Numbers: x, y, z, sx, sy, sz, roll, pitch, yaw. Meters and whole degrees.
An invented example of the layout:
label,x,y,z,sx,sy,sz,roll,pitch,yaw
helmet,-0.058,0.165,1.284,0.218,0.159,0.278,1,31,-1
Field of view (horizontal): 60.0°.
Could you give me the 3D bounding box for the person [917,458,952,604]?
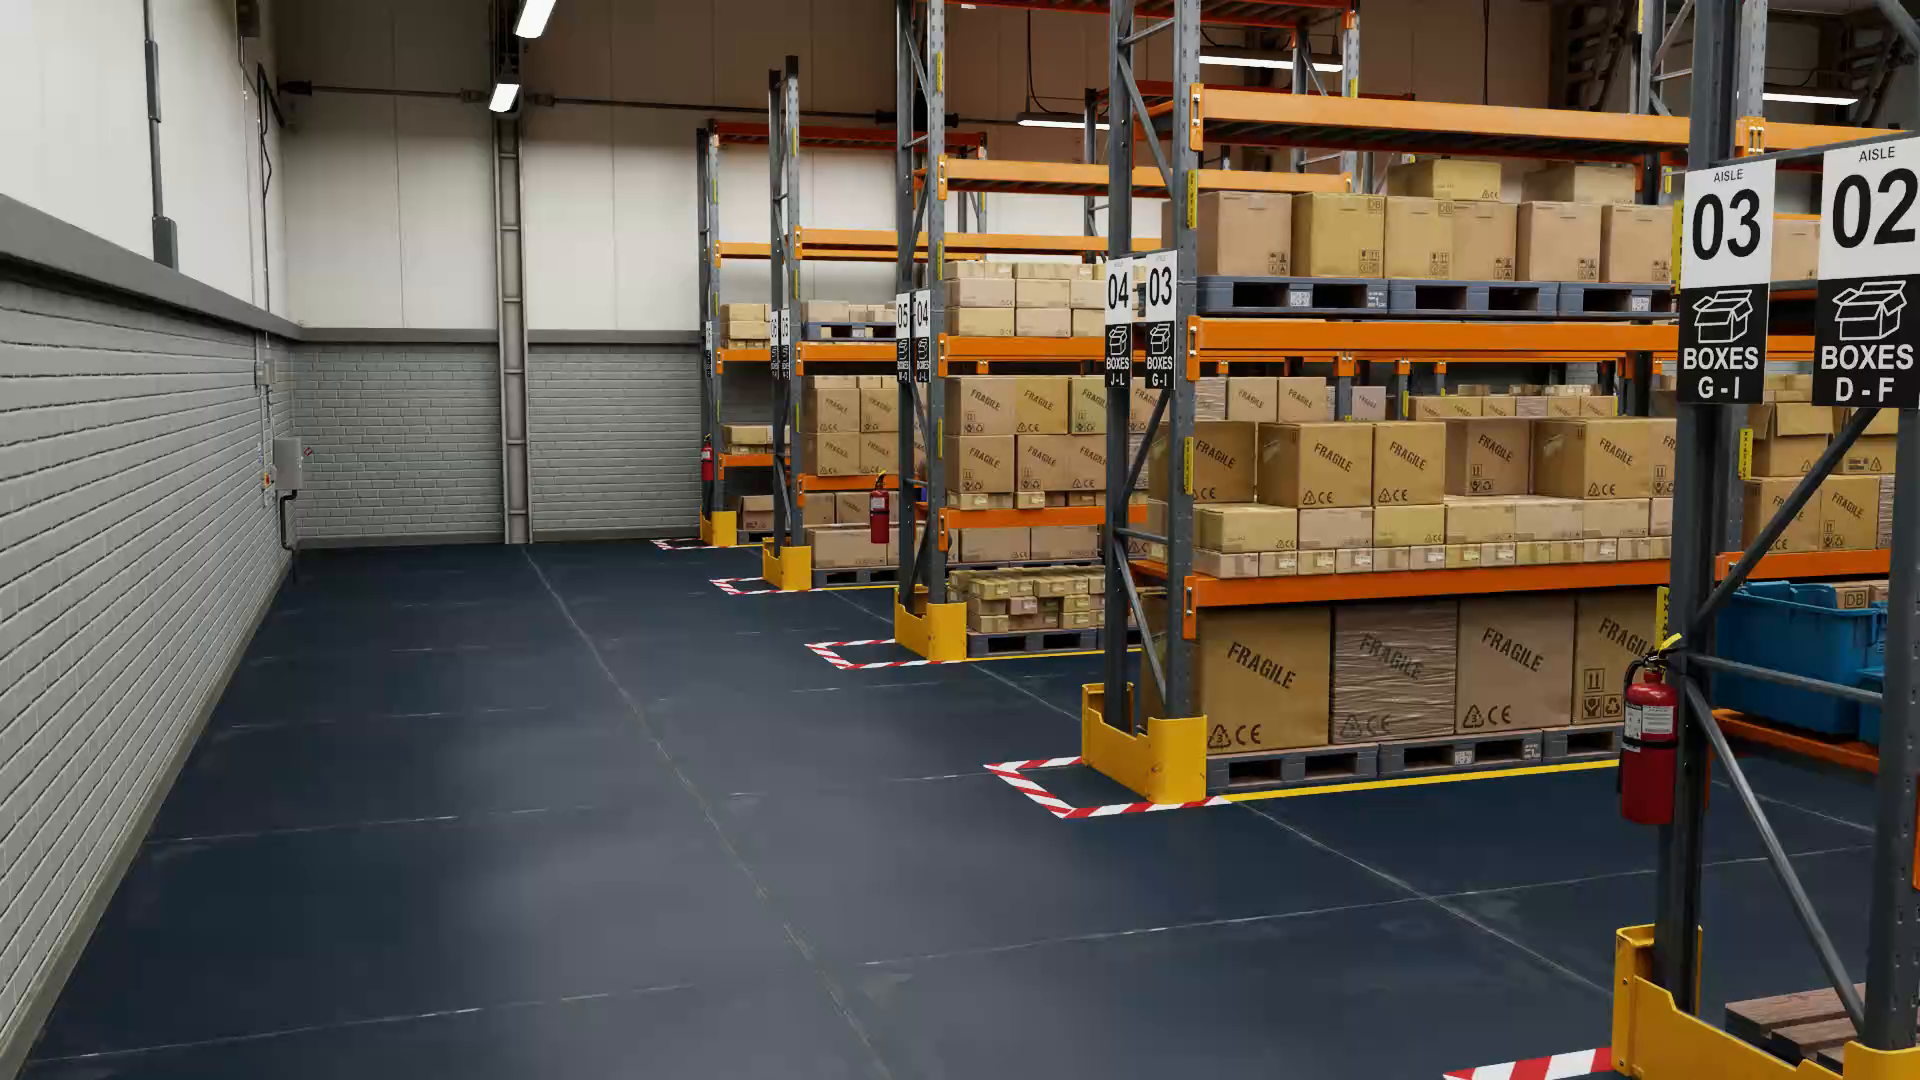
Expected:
label,x,y,z,sx,sy,sz,roll,pitch,yaw
person,-0.270,0.001,16.582,0.349,1.655,0.509,-2,6,-19
